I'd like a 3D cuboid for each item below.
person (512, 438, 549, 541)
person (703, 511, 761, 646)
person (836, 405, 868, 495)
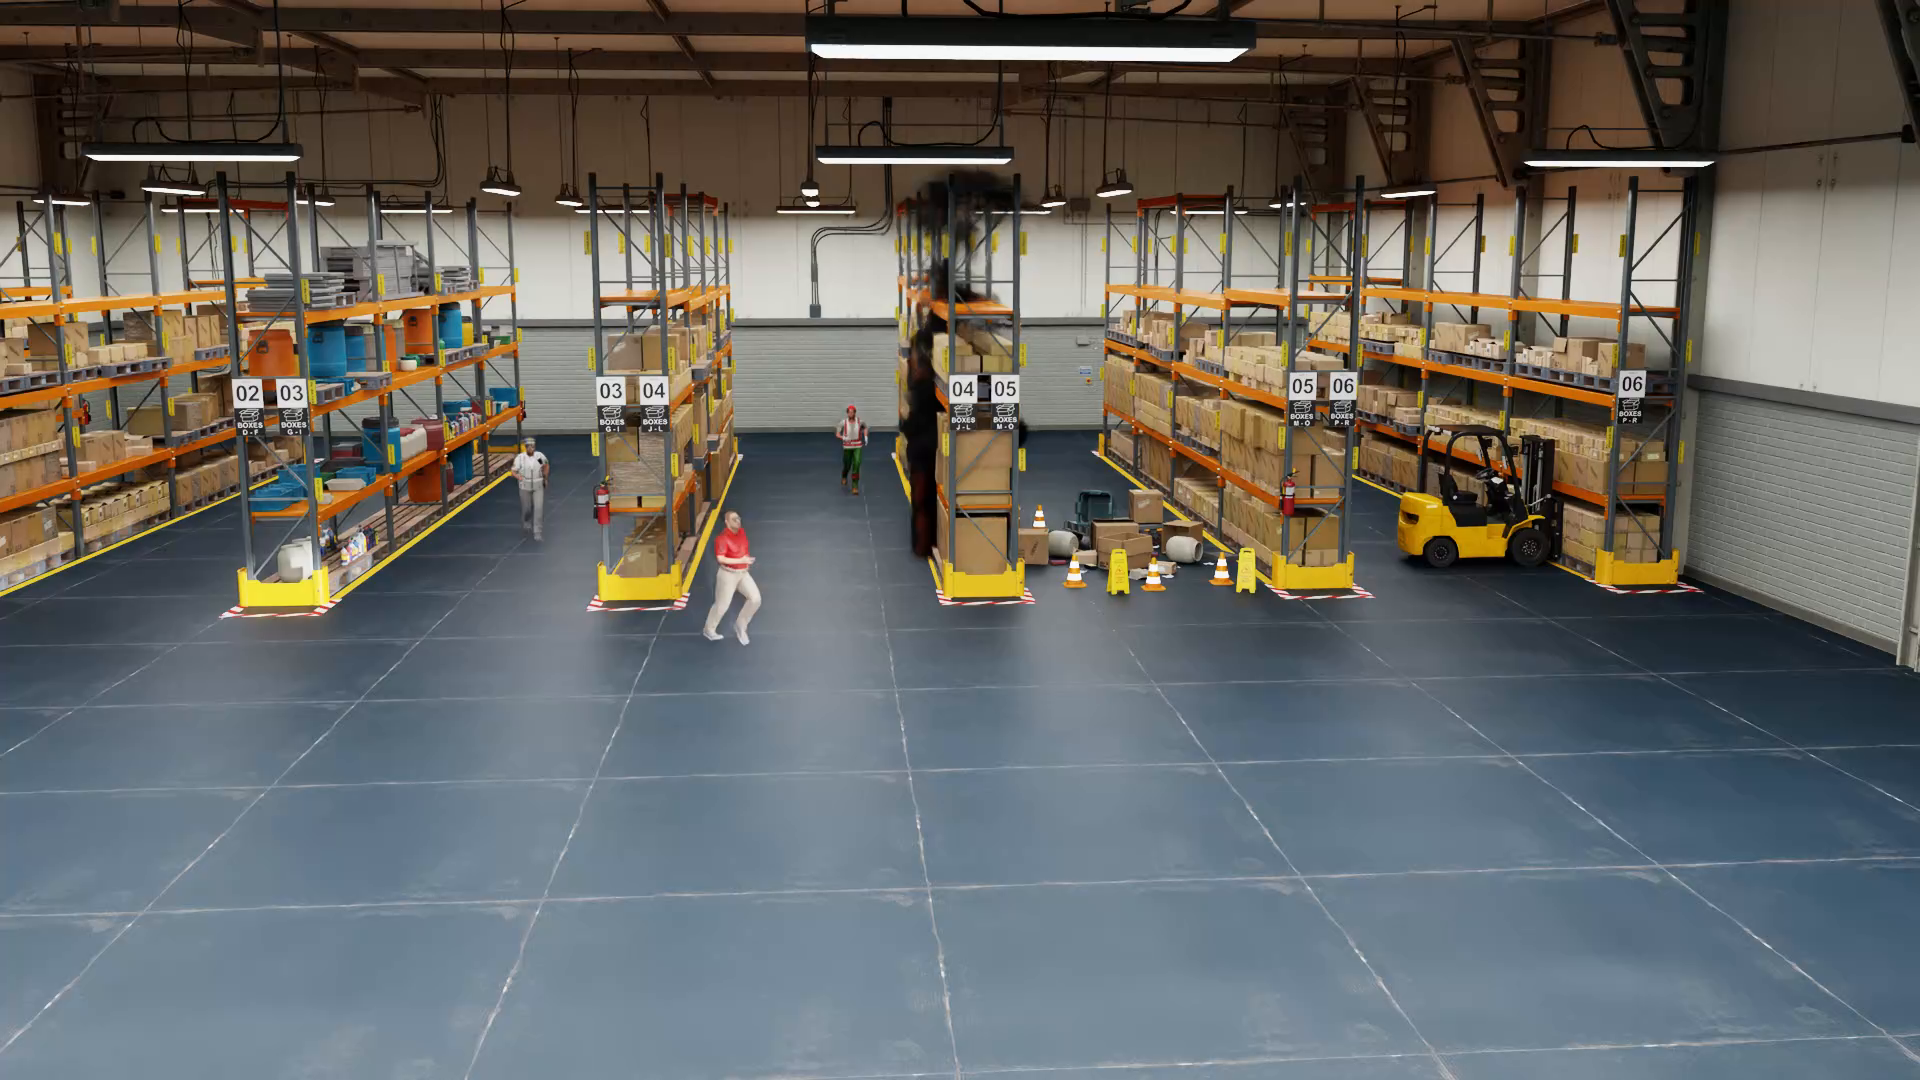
[{"bbox_3d":[-7.423,-0.914,28.807,0.647,1.768,0.943,-3,11,-19],"label":"person"},{"bbox_3d":[-2.853,0.485,21.049,0.881,1.742,0.681,8,13,38],"label":"person"},{"bbox_3d":[-2.216,-1.882,34.209,0.669,1.791,0.992,-1,10,-7],"label":"person"}]
